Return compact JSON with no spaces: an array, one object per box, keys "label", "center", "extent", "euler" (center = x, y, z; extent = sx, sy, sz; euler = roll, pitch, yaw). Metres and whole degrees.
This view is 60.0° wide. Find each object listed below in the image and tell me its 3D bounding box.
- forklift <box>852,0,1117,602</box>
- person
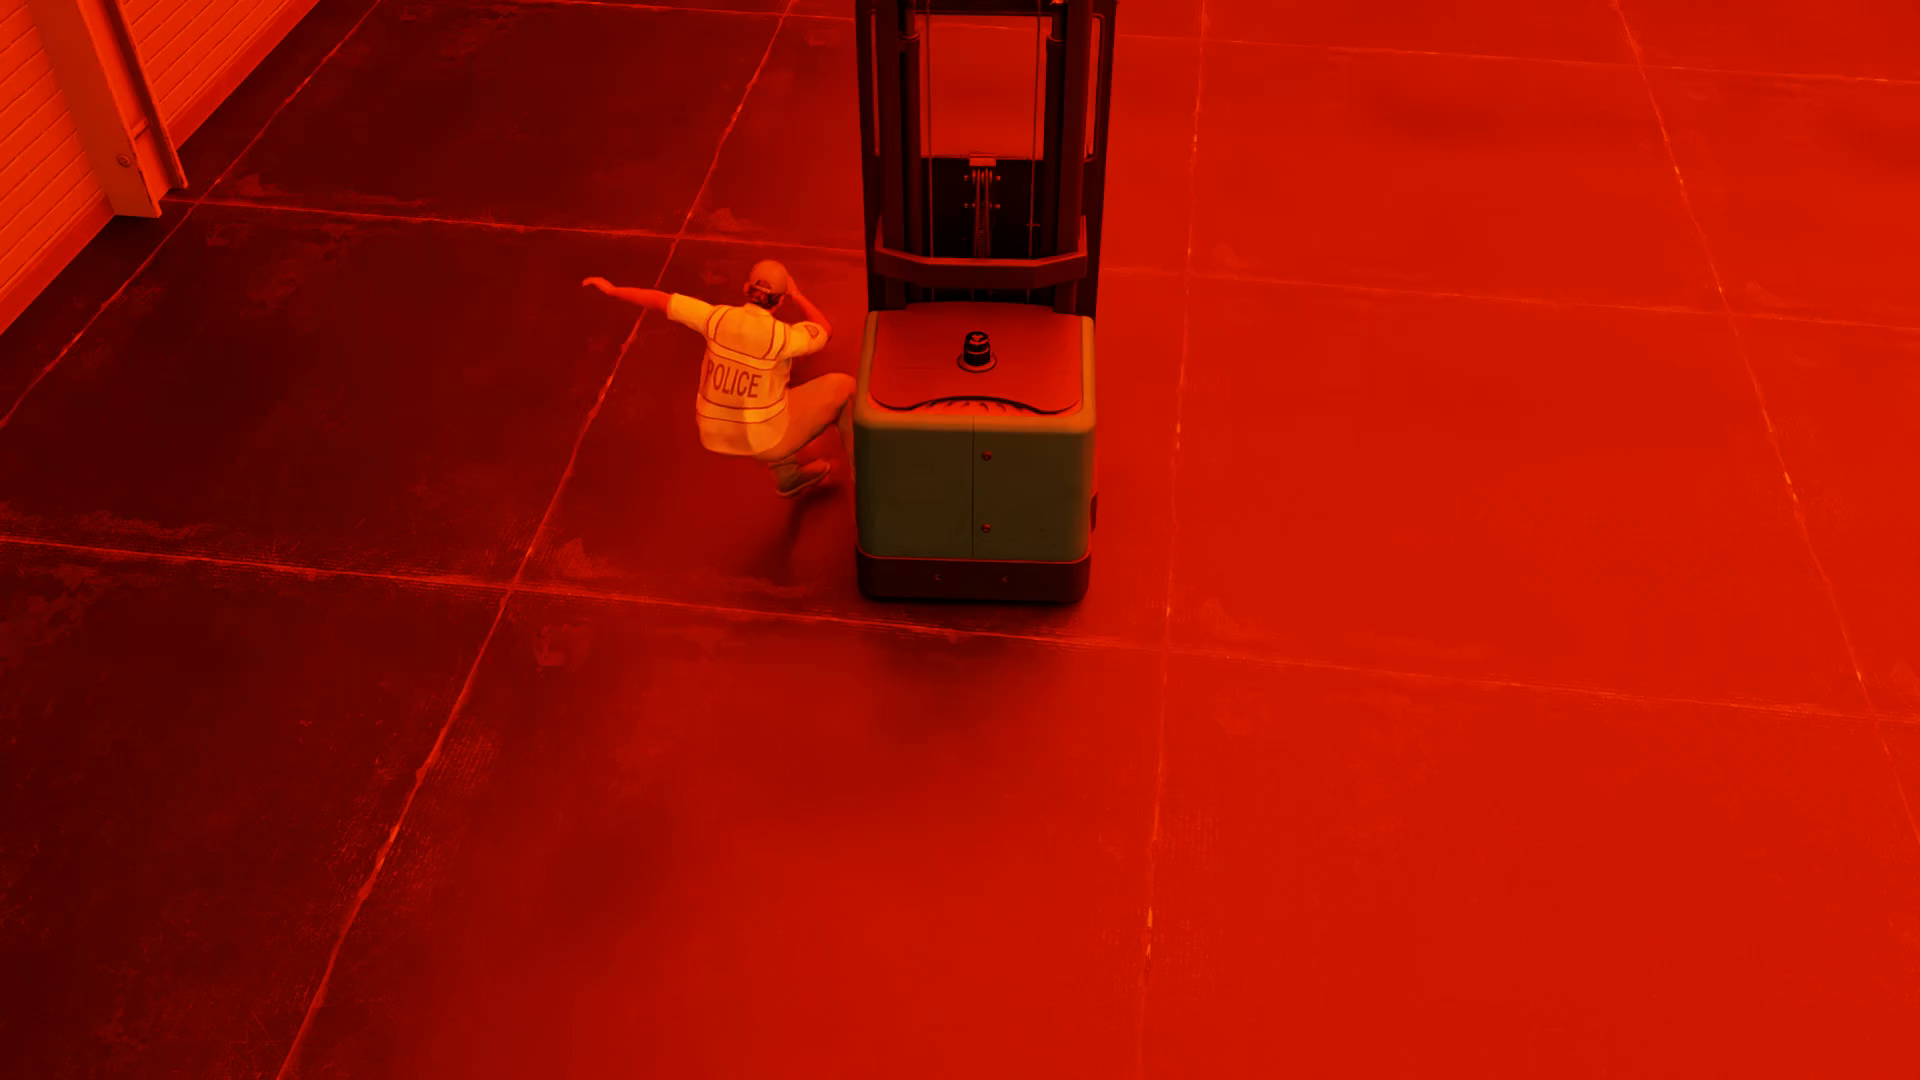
[{"label":"forklift","center":[0.117,-1.782,7.665],"extent":[1.130,2.935,3.031],"euler":[2,43,2]},{"label":"person","center":[-0.982,-0.707,7.629],"extent":[1.420,1.282,0.729],"euler":[16,45,17]}]
